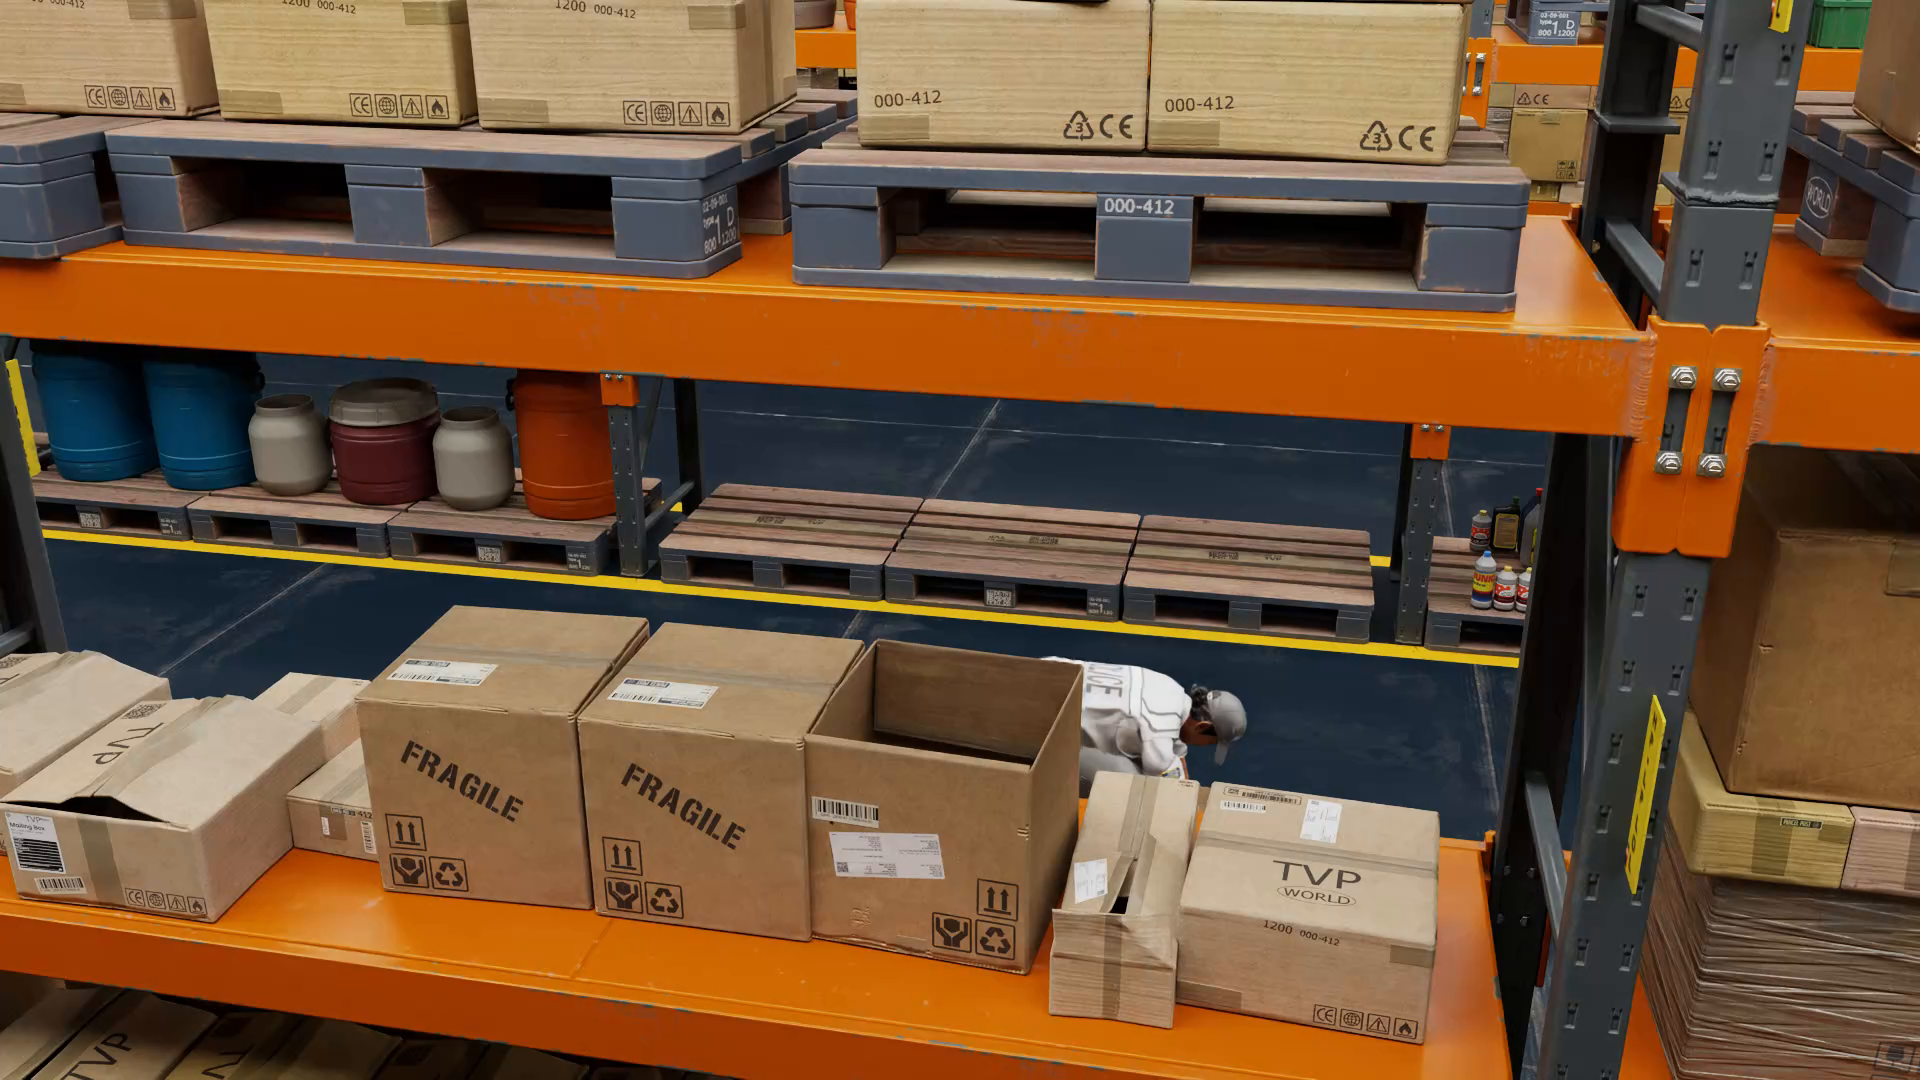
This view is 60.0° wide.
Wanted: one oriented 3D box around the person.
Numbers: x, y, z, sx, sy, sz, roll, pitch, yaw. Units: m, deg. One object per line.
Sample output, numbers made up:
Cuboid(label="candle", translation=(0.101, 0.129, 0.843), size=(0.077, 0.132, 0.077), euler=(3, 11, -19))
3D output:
Cuboid(label="person", translation=(0.581, 0.837, 6.215), size=(0.941, 0.785, 0.506), euler=(4, 22, 9))
